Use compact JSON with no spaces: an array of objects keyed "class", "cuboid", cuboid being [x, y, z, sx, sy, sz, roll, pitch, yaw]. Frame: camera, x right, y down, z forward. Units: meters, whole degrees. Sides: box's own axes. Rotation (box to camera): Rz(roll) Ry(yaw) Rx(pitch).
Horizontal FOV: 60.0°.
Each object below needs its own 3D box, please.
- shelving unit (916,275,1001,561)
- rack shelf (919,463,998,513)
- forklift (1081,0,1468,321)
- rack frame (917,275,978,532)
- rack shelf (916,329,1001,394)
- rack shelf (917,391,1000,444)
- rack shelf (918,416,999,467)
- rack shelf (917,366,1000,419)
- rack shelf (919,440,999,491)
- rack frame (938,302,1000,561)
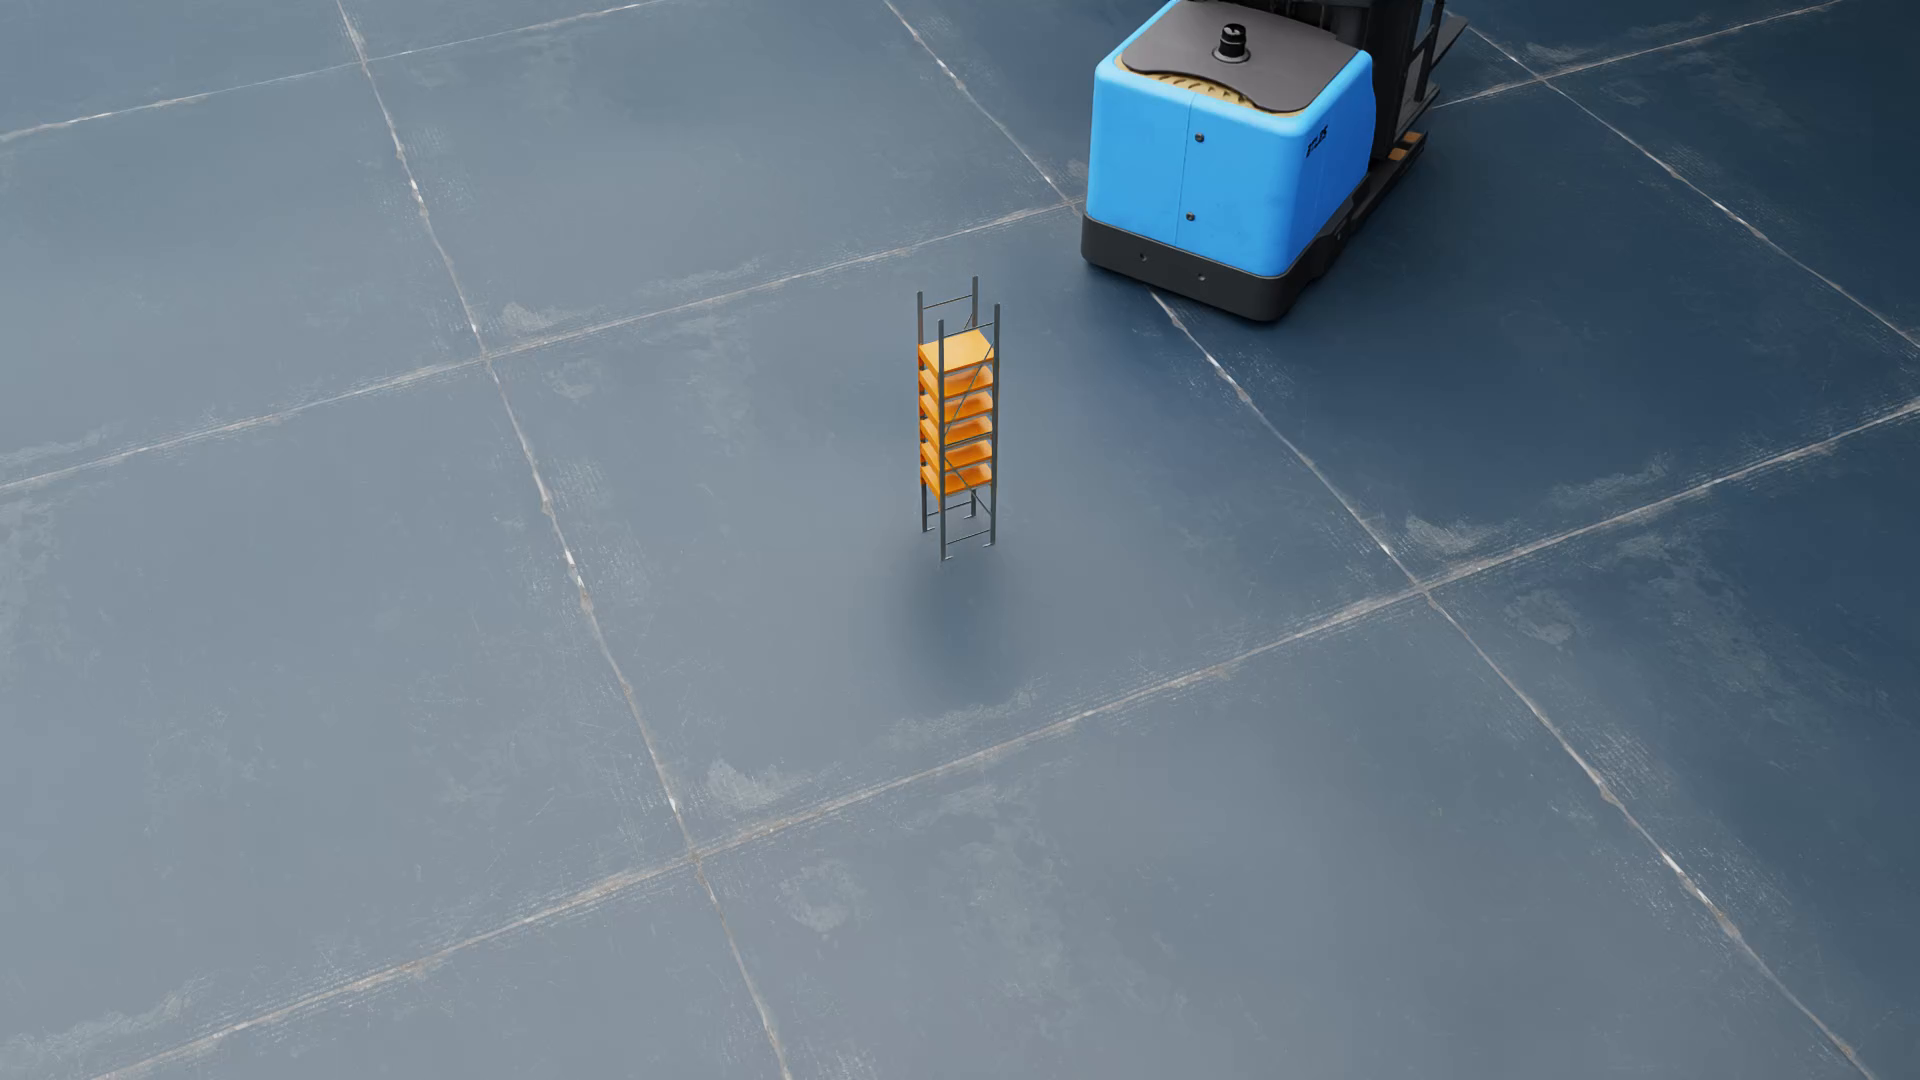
[{"class":"shelving unit","cuboid":[-0.006,-0.436,6.338,0.258,1.200,0.189,-18,47,-17]},{"class":"rack shelf","cuboid":[-0.006,-0.234,6.538,0.258,0.103,0.180,-18,47,-17]},{"class":"forklift","cuboid":[1.793,-3.070,7.774,1.130,2.935,3.031,24,49,22]},{"class":"rack frame","cuboid":[-0.045,-0.495,6.397,0.240,1.200,0.006,-18,47,-17]},{"class":"rack shelf","cuboid":[-0.006,-0.661,6.116,0.258,0.103,0.180,-18,47,-17]},{"class":"rack shelf","cuboid":[-0.006,-0.490,6.285,0.258,0.103,0.180,-18,47,-17]},{"class":"rack shelf","cuboid":[-0.006,-0.405,6.369,0.258,0.103,0.180,-18,47,-17]},{"class":"rack shelf","cuboid":[-0.006,-0.576,6.201,0.258,0.103,0.180,-18,47,-17]},{"class":"rack shelf","cuboid":[-0.006,-0.319,6.453,0.258,0.103,0.180,-18,47,-17]},{"class":"rack frame","cuboid":[0.032,-0.378,6.279,0.240,1.200,0.006,-18,47,-17]}]
